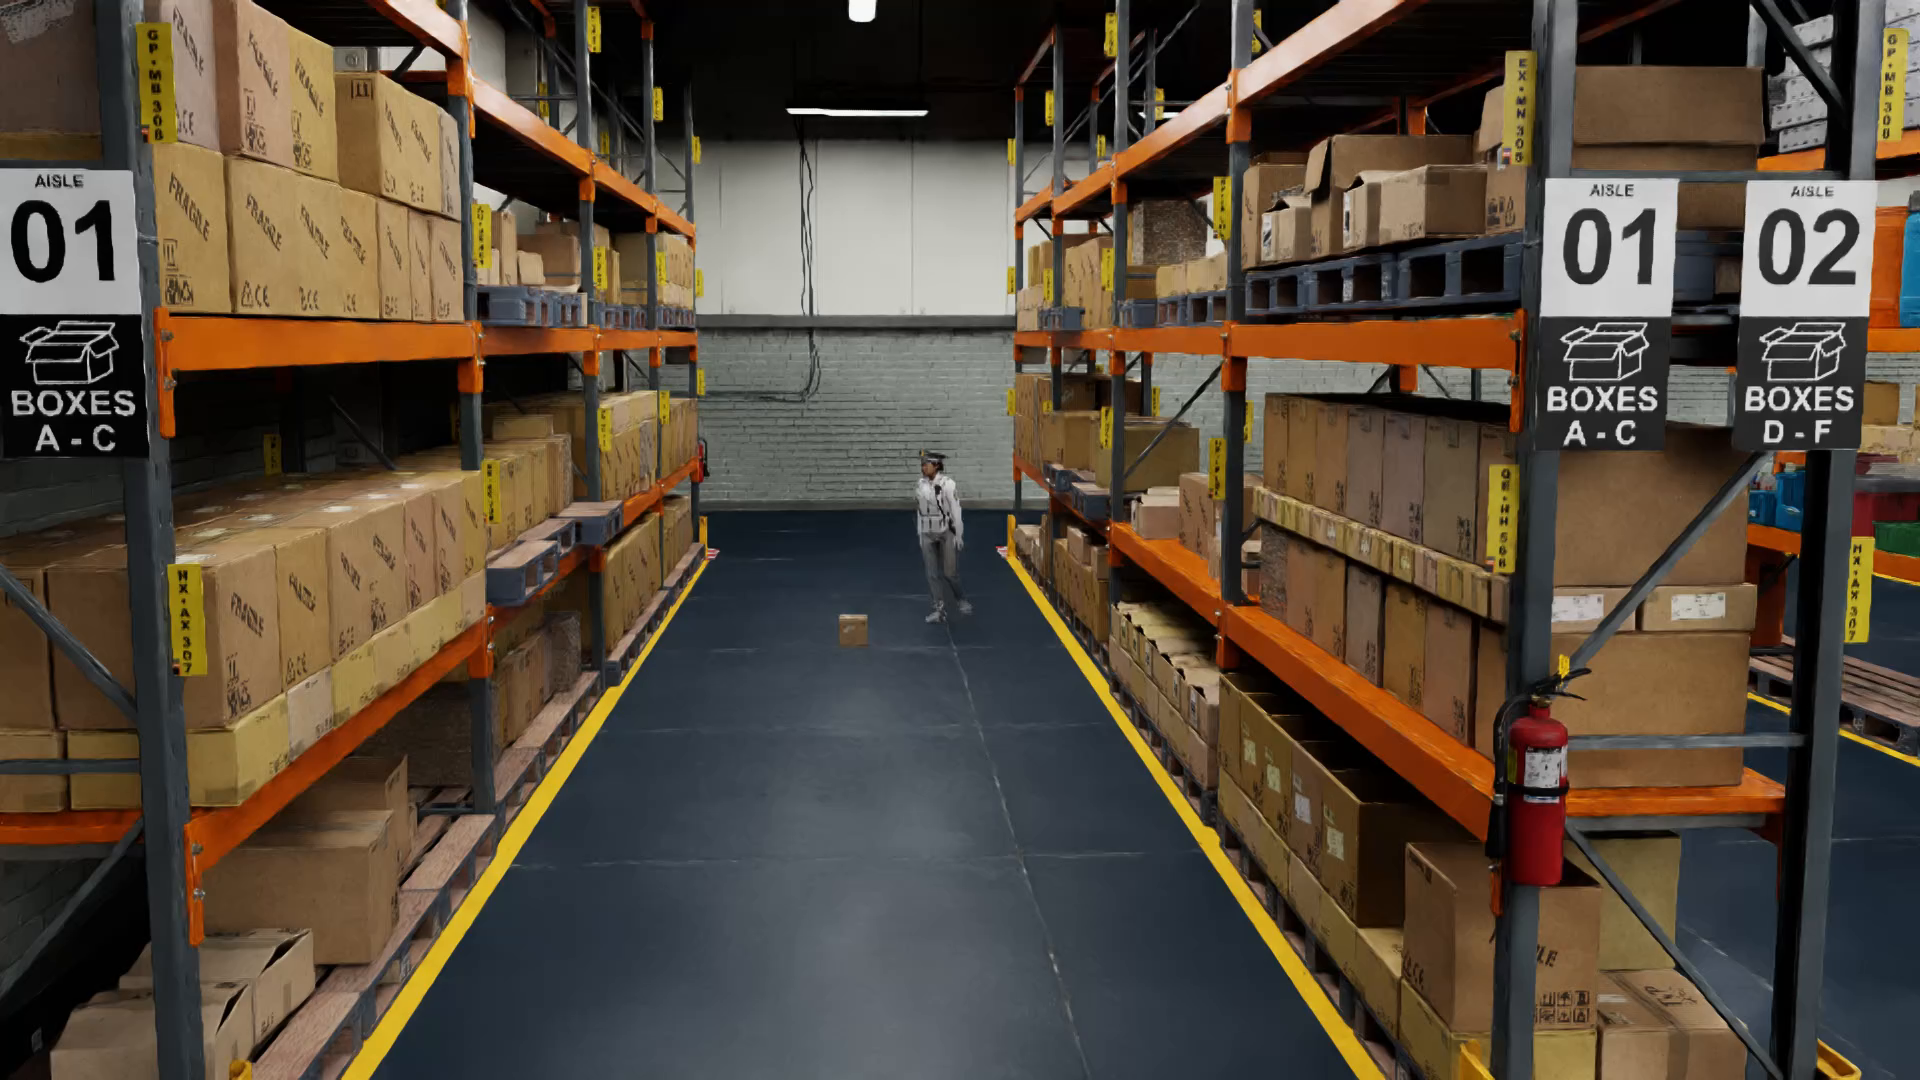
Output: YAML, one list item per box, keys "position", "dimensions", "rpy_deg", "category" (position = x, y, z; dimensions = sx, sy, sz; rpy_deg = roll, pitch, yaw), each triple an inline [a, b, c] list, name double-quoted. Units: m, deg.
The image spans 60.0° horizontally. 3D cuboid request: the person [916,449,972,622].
- position: [-0.177, -0.053, 16.115]
  dimensions: [0.522, 1.670, 0.502]
  rpy_deg: [4, 8, 31]
  category: "person"
